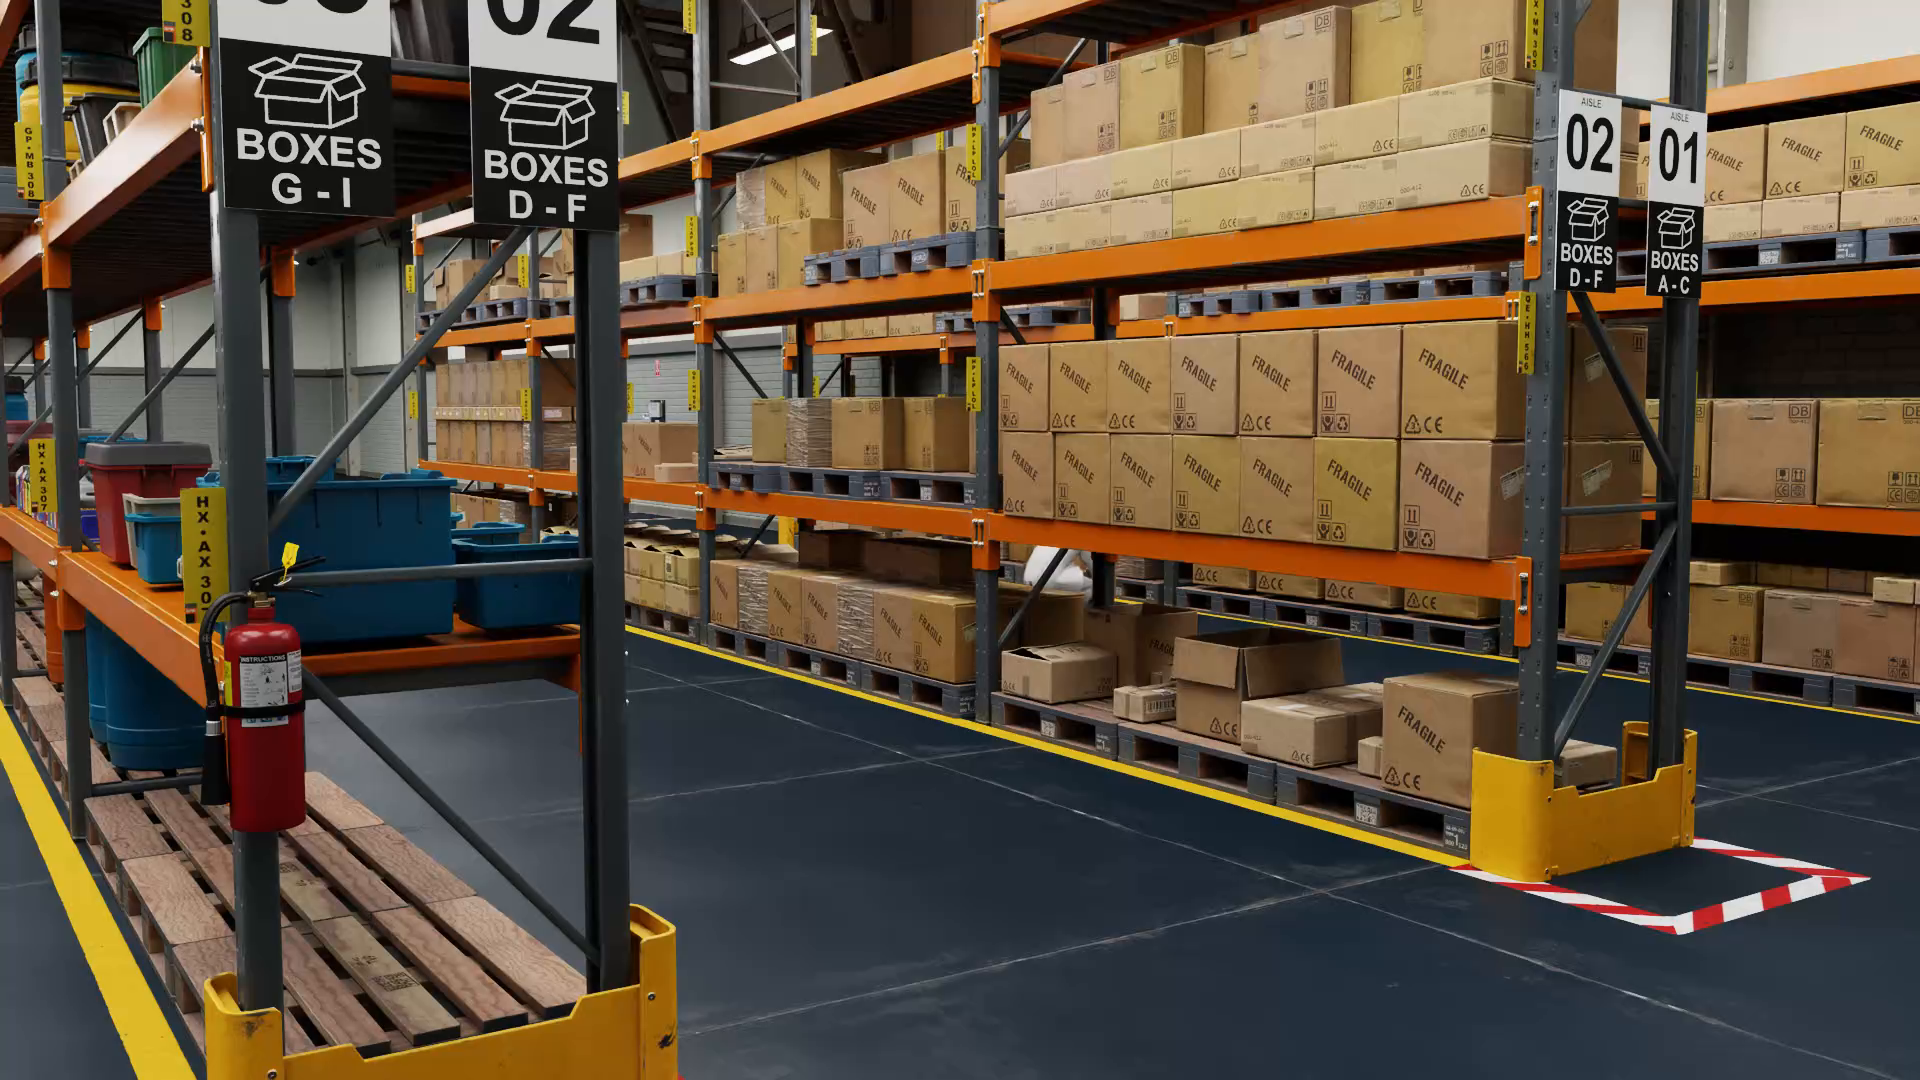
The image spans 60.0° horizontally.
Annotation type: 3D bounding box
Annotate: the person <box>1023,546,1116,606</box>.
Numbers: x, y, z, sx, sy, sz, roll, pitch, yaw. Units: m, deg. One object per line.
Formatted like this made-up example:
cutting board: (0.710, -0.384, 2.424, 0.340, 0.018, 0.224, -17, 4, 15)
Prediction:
person: (0.974, 0.249, 15.021, 0.902, 1.011, 0.589, -3, 6, -35)
